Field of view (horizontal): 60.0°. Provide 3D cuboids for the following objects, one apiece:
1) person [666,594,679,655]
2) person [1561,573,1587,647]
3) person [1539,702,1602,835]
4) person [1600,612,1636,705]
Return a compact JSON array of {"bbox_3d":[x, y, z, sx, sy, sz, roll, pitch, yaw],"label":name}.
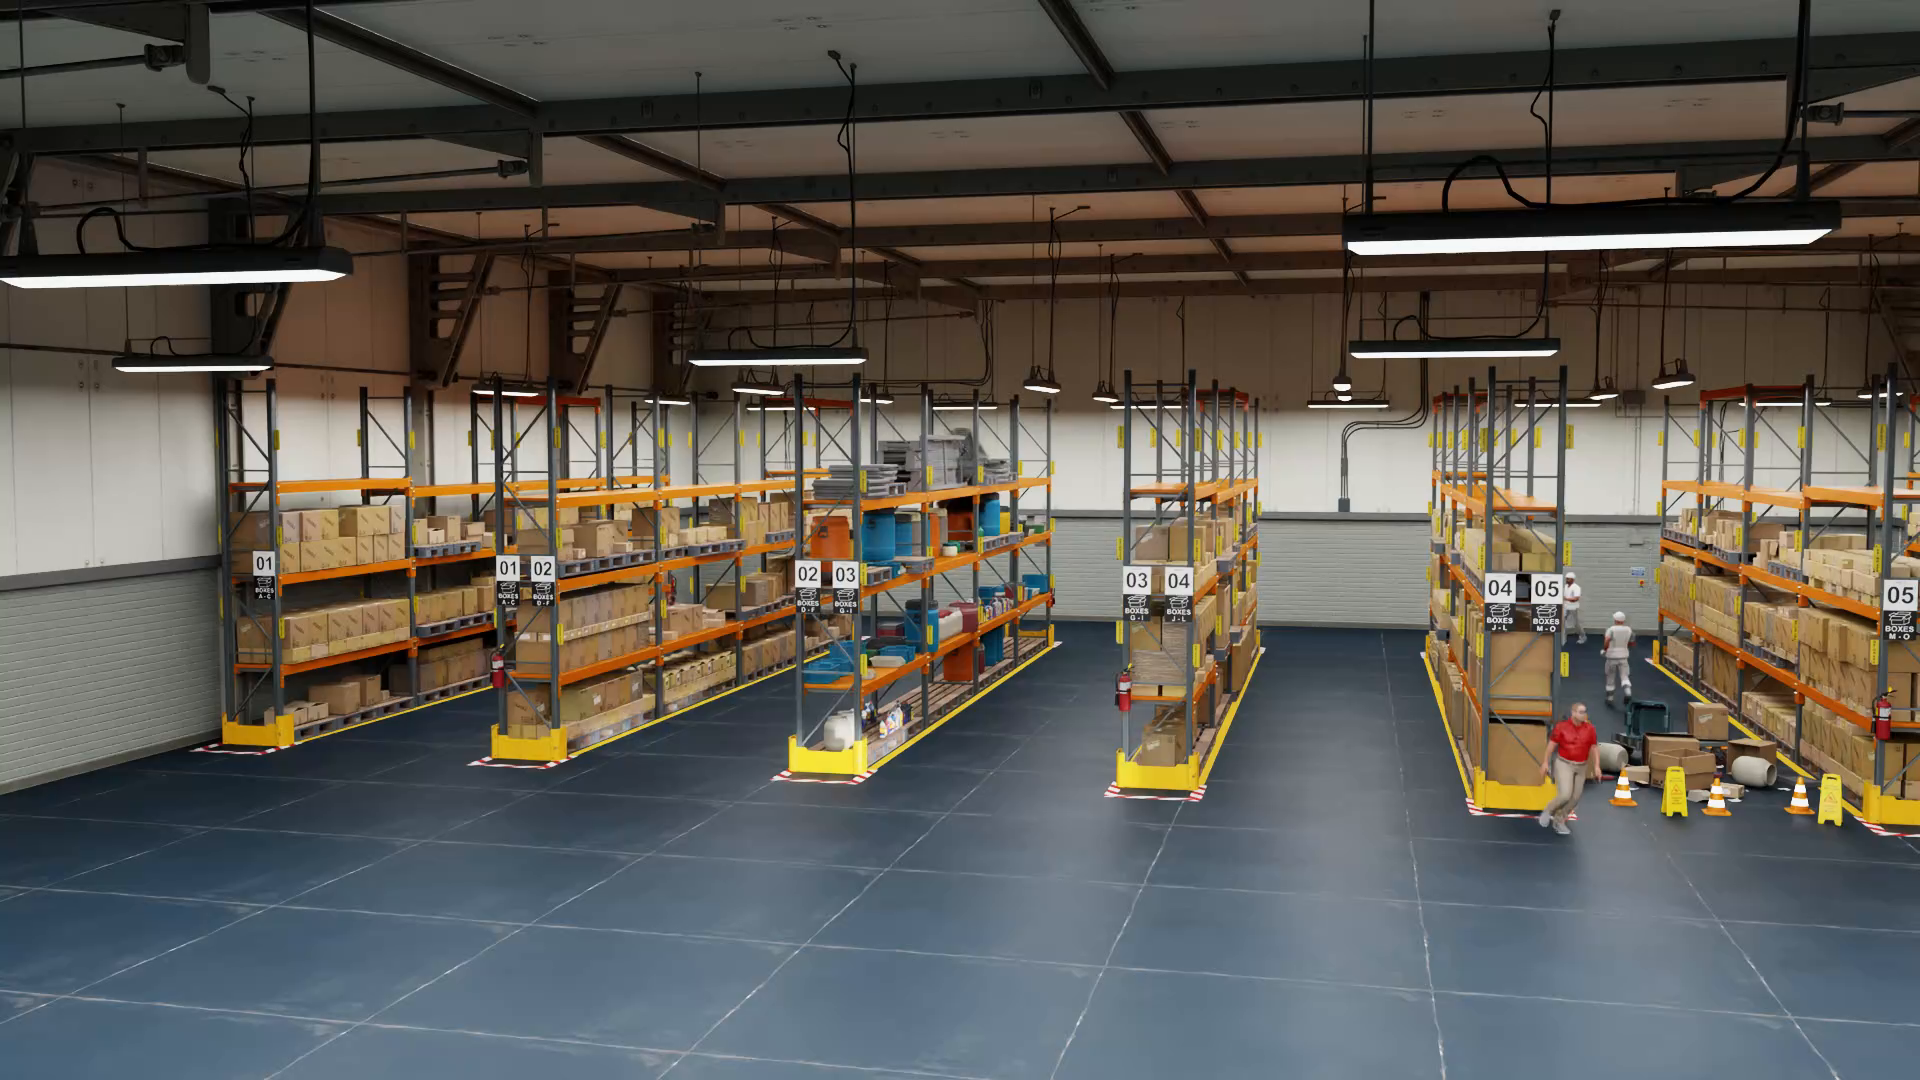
[{"bbox_3d":[-6.508,1.973,37.703,0.546,1.546,0.901,0,3,-2],"label":"person"},{"bbox_3d":[14.823,1.700,40.359,0.854,1.826,0.674,-1,4,-20],"label":"person"},{"bbox_3d":[7.740,2.893,21.092,0.665,1.706,0.591,-1,4,-13],"label":"person"},{"bbox_3d":[12.340,2.218,31.177,0.655,1.765,1.000,0,3,6],"label":"person"}]
